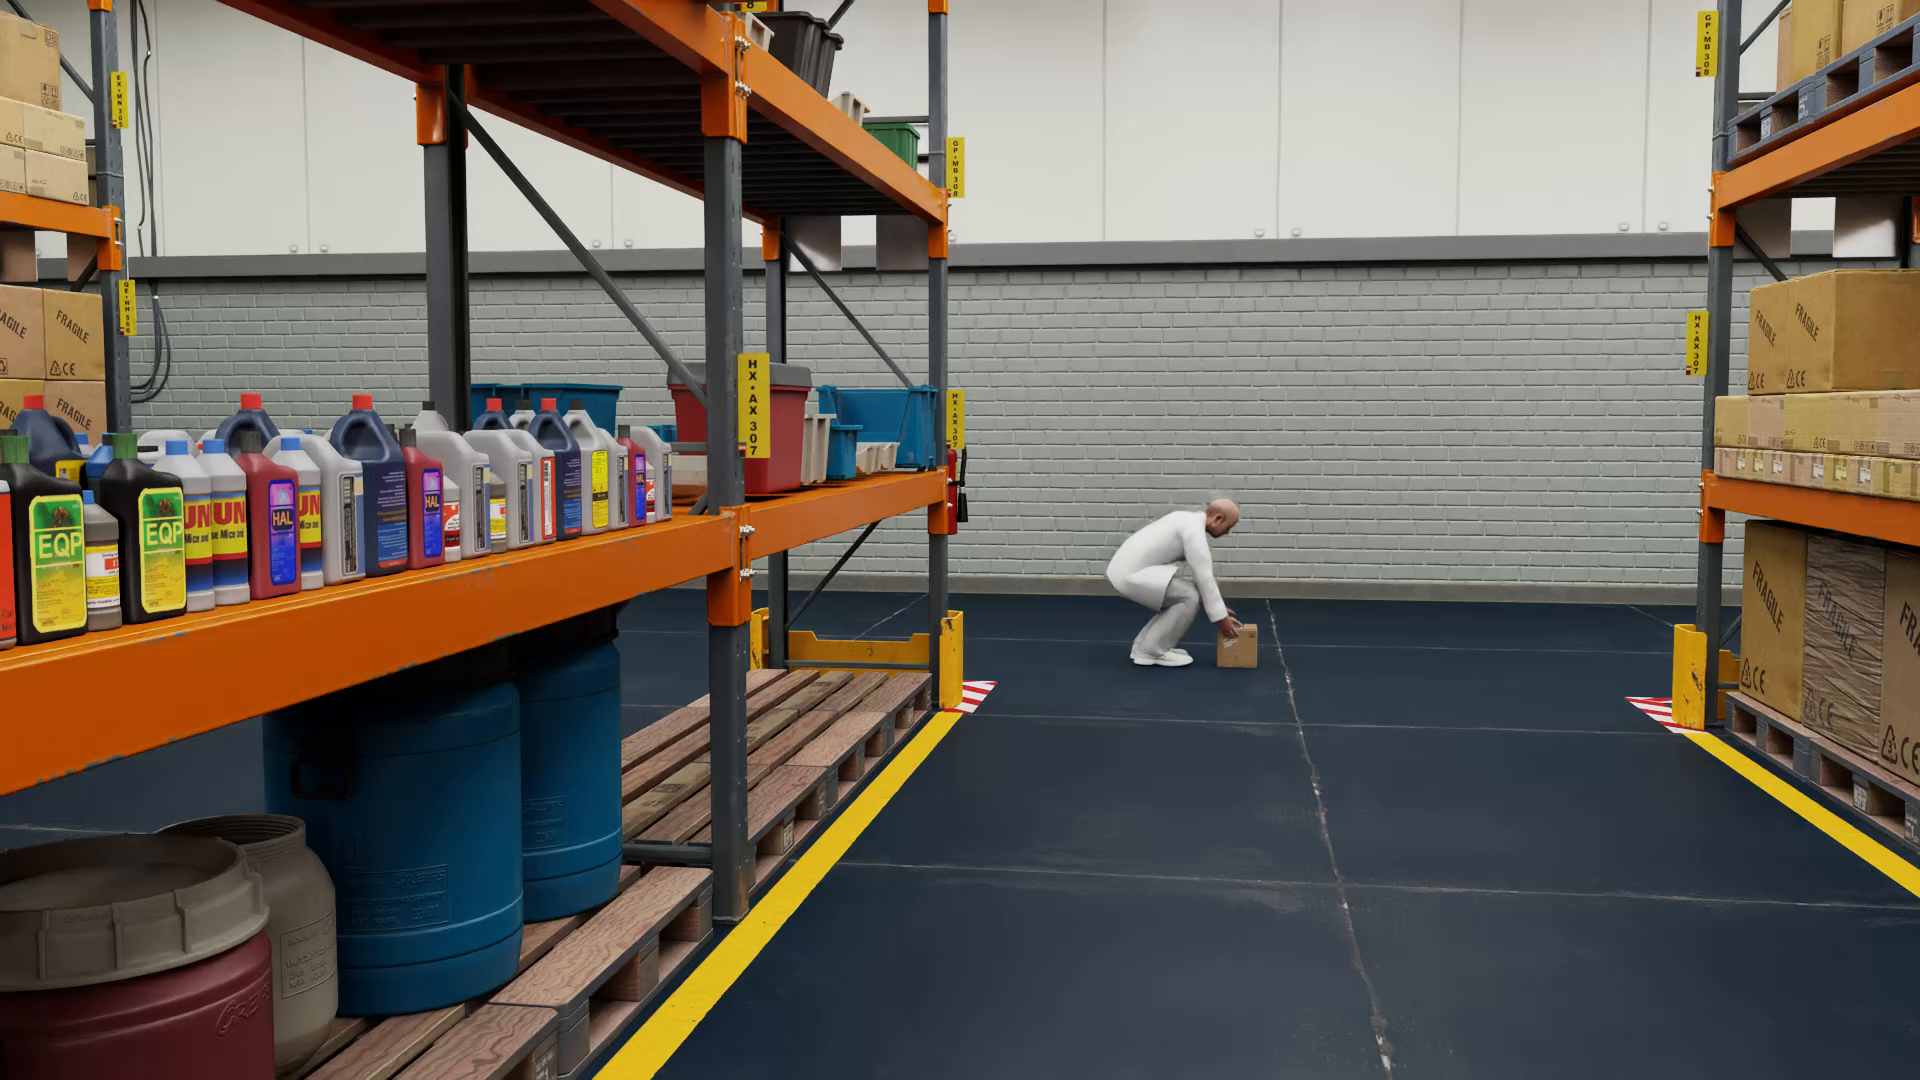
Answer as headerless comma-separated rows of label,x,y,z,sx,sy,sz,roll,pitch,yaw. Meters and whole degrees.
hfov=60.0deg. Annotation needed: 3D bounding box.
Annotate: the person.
person,1.387,0.273,10.769,0.877,1.054,0.610,1,4,9
